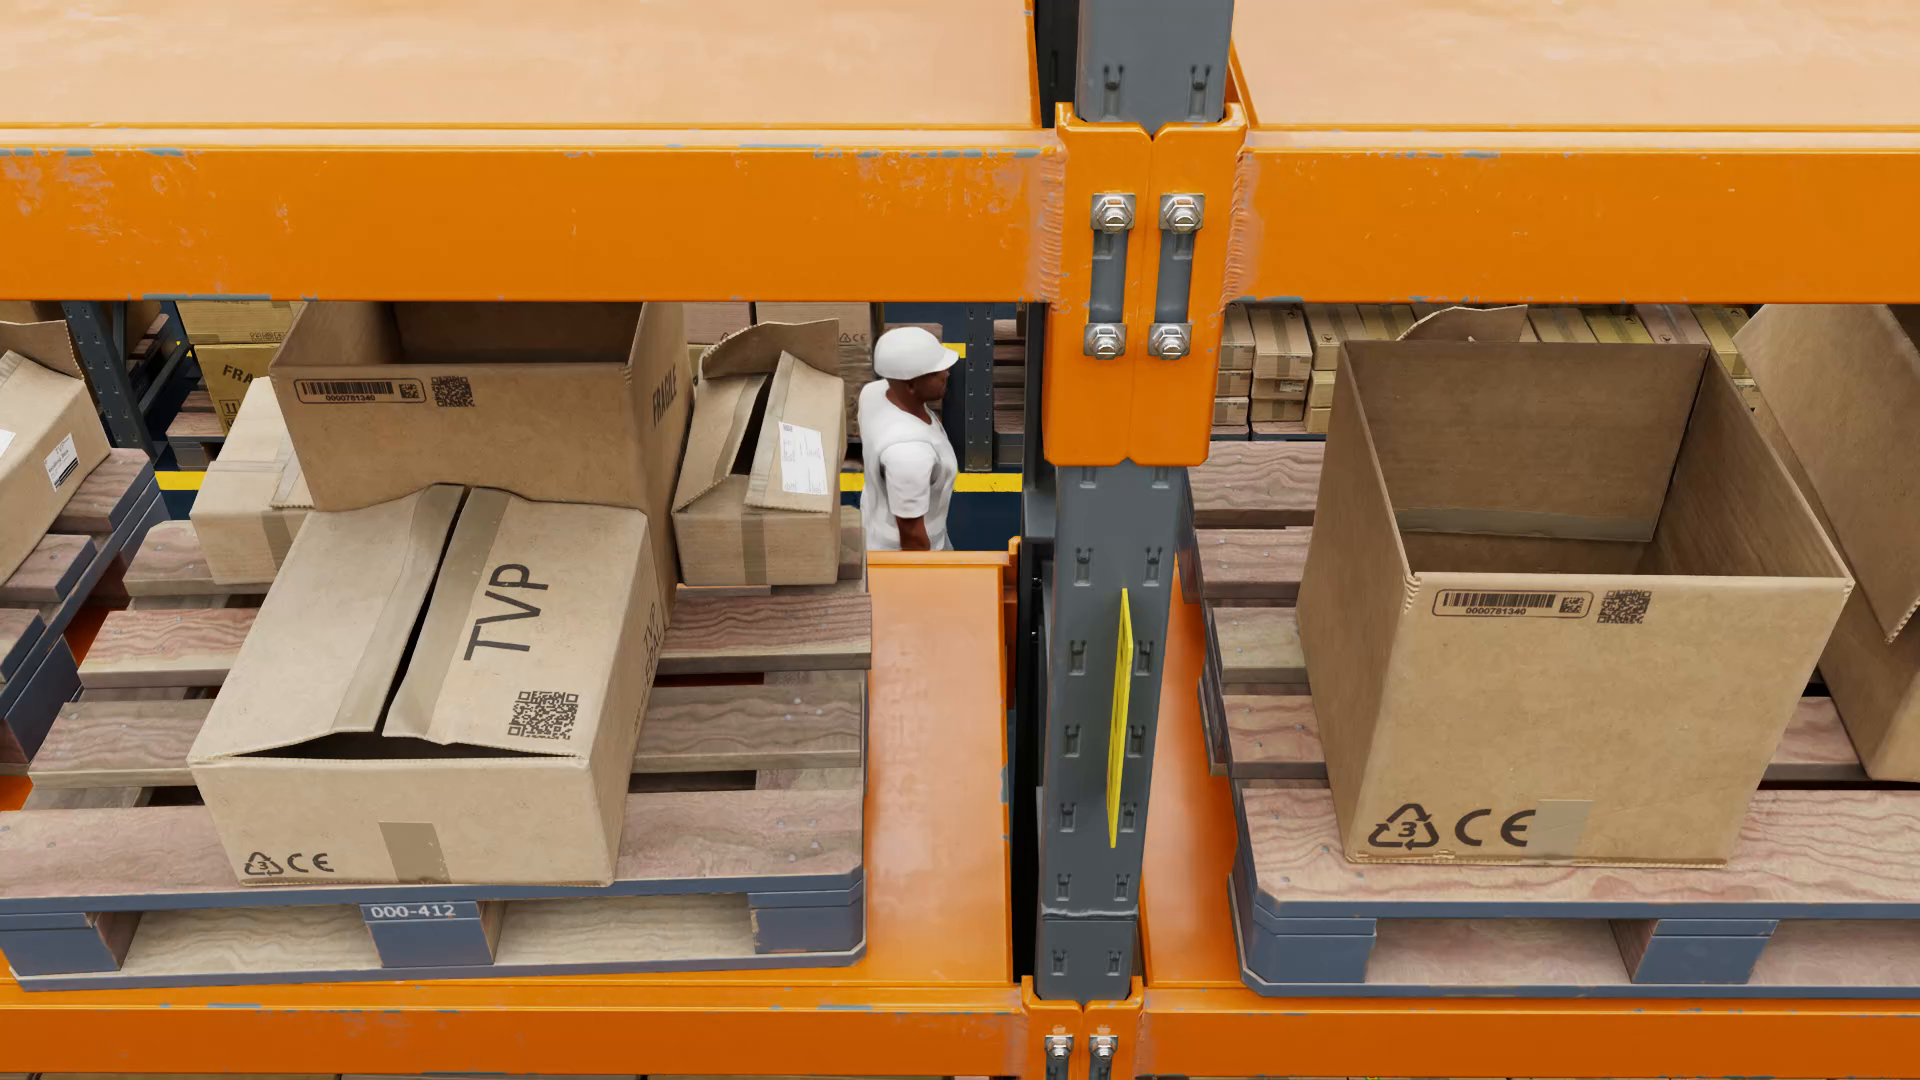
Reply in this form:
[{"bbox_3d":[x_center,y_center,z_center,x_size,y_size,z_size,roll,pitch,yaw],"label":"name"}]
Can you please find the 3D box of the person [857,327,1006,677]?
[{"bbox_3d":[-0.250,-0.006,6.145,0.949,1.738,0.586,-4,40,-5],"label":"person"}]
